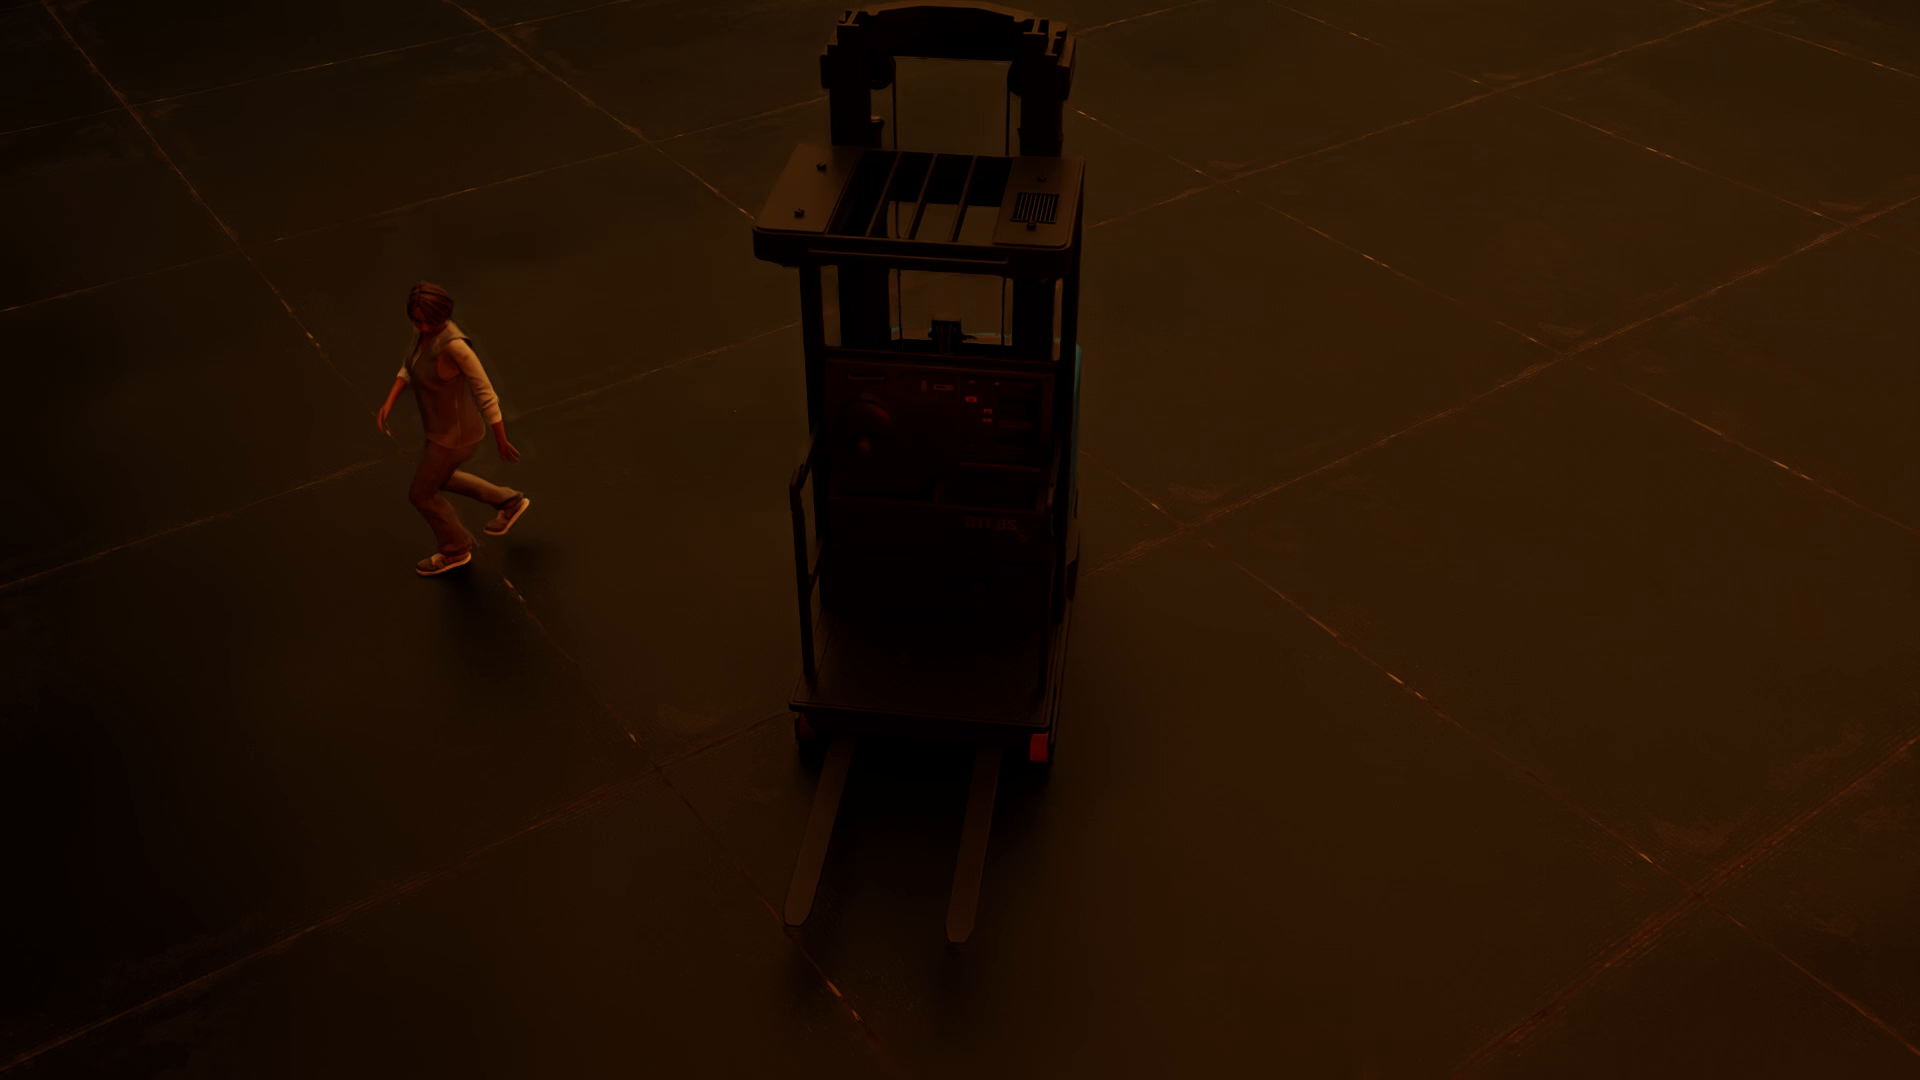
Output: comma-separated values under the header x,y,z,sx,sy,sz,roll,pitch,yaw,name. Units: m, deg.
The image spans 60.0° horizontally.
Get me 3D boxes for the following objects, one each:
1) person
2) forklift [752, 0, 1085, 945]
x,y,z,sx,sy,sz,roll,pitch,yaw,name
-2.400,-0.462,7.860,0.615,1.416,0.529,-12,38,-16,person
-0.114,-0.448,6.551,1.130,2.935,3.031,5,37,6,forklift
